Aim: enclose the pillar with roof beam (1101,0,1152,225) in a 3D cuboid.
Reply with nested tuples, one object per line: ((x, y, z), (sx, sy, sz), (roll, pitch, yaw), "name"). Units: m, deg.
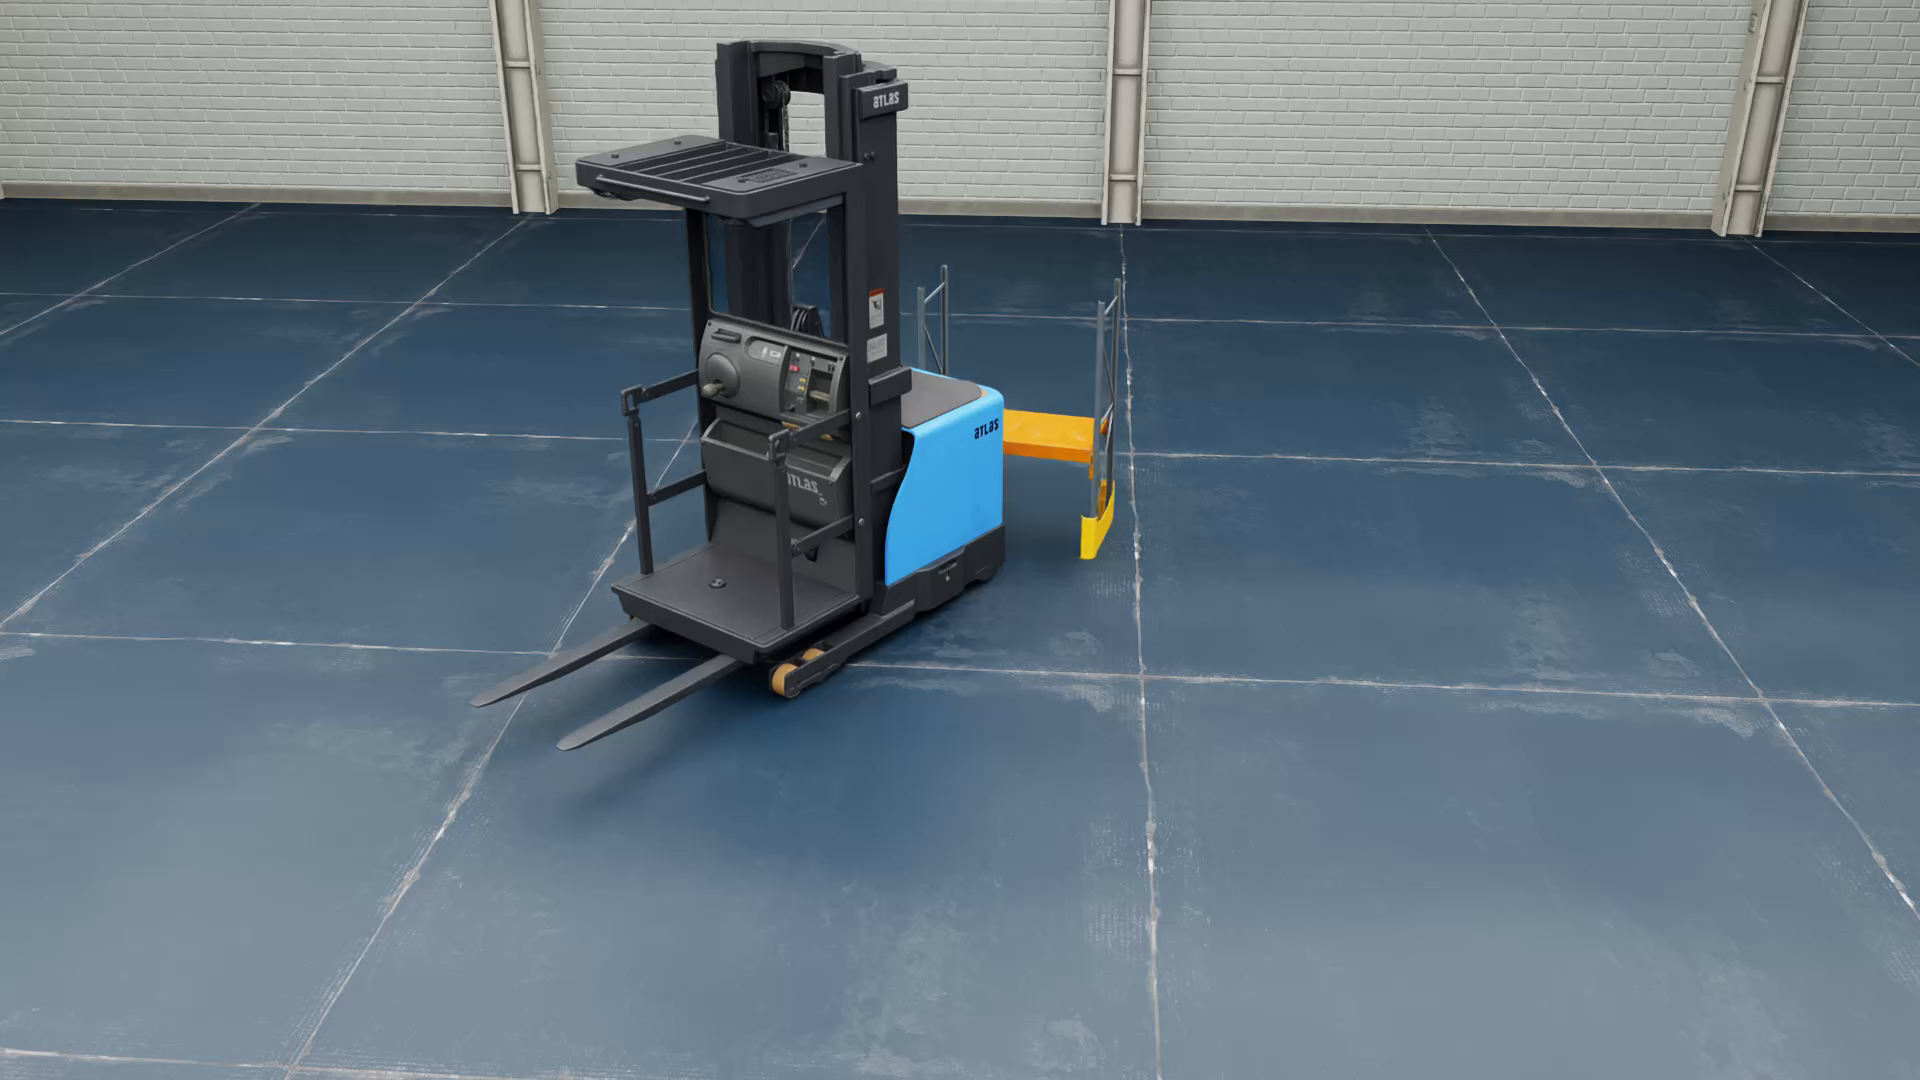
((1.289, -5.500, 10.937), (0.400, 9.000, 9.100), (2, 25, 4), "pillar with roof beam")

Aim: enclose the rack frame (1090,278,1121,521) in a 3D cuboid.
((0.825, -0.691, 9.459), (0.032, 1.500, 0.500), (7, 26, 14), "rack frame")

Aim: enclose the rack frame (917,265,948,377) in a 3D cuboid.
((-0.153, -0.808, 9.712), (0.032, 1.500, 0.500), (7, 26, 14), "rack frame")

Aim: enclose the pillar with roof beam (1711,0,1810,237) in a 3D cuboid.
((7.271, -5.308, 10.520), (0.400, 9.000, 9.100), (2, 25, 4), "pillar with roof beam")

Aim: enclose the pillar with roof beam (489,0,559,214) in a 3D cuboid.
((-4.694, -5.692, 11.354), (0.400, 9.000, 9.100), (2, 25, 4), "pillar with roof beam")

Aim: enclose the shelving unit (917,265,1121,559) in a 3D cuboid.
((0.327, -0.751, 9.588), (1.083, 1.500, 0.587), (7, 26, 14), "shelving unit")

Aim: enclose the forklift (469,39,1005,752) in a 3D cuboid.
((-1.051, -0.797, 7.975), (1.130, 2.935, 3.031), (18, 30, 34), "forklift")

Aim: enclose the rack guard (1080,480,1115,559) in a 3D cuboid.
((0.806, -0.126, 9.725), (0.087, 0.250, 0.587), (7, 26, 14), "rack guard")

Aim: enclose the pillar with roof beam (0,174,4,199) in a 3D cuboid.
((-10.676, -5.884, 11.772), (0.400, 9.000, 9.100), (2, 25, 4), "pillar with roof beam")

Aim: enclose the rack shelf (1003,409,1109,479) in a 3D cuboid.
((0.336, -0.586, 9.661), (1.000, 0.185, 0.538), (7, 26, 14), "rack shelf")
